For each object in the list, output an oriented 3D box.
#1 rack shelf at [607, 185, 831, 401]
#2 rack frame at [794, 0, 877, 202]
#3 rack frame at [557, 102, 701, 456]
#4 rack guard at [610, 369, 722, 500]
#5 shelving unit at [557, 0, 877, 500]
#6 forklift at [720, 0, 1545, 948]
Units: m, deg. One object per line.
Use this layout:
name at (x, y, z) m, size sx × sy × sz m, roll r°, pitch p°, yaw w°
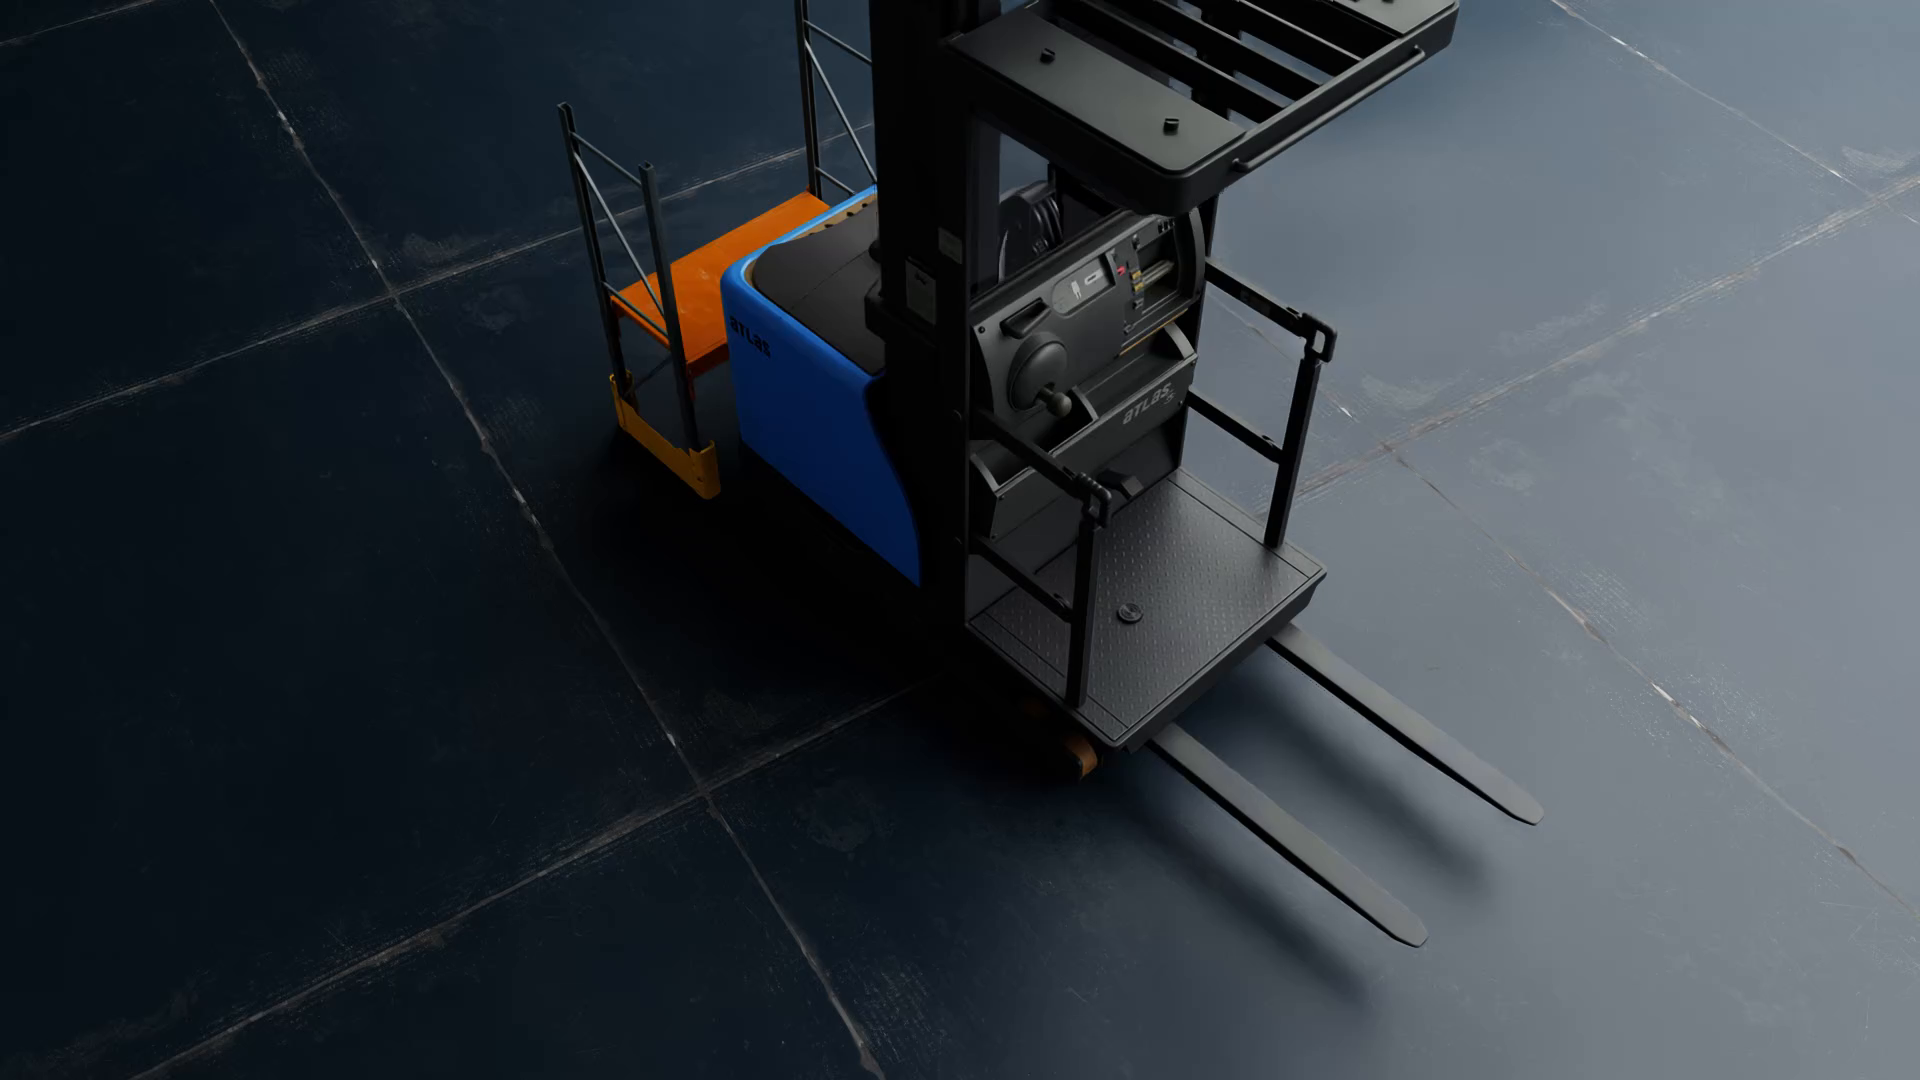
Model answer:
rack shelf at (-0.787, -0.959, 6.340) m, size 1.000 × 0.185 × 0.538 m, roll -35°, pitch 57°, yaw -27°
rack frame at (-0.418, -1.339, 6.438) m, size 0.032 × 1.500 × 0.500 m, roll -35°, pitch 57°, yaw -27°
rack frame at (-1.158, -0.818, 5.974) m, size 0.032 × 1.500 × 0.500 m, roll -35°, pitch 57°, yaw -27°
rack guard at (-1.143, -0.412, 6.449) m, size 0.087 × 0.250 × 0.587 m, roll -35°, pitch 57°, yaw -27°
shelving unit at (-0.781, -1.083, 6.210) m, size 1.083 × 1.500 × 0.587 m, roll -35°, pitch 57°, yaw -27°
forklift at (0.544, -0.620, 4.839) m, size 1.130 × 2.935 × 3.031 m, roll -35°, pitch 57°, yaw -27°
